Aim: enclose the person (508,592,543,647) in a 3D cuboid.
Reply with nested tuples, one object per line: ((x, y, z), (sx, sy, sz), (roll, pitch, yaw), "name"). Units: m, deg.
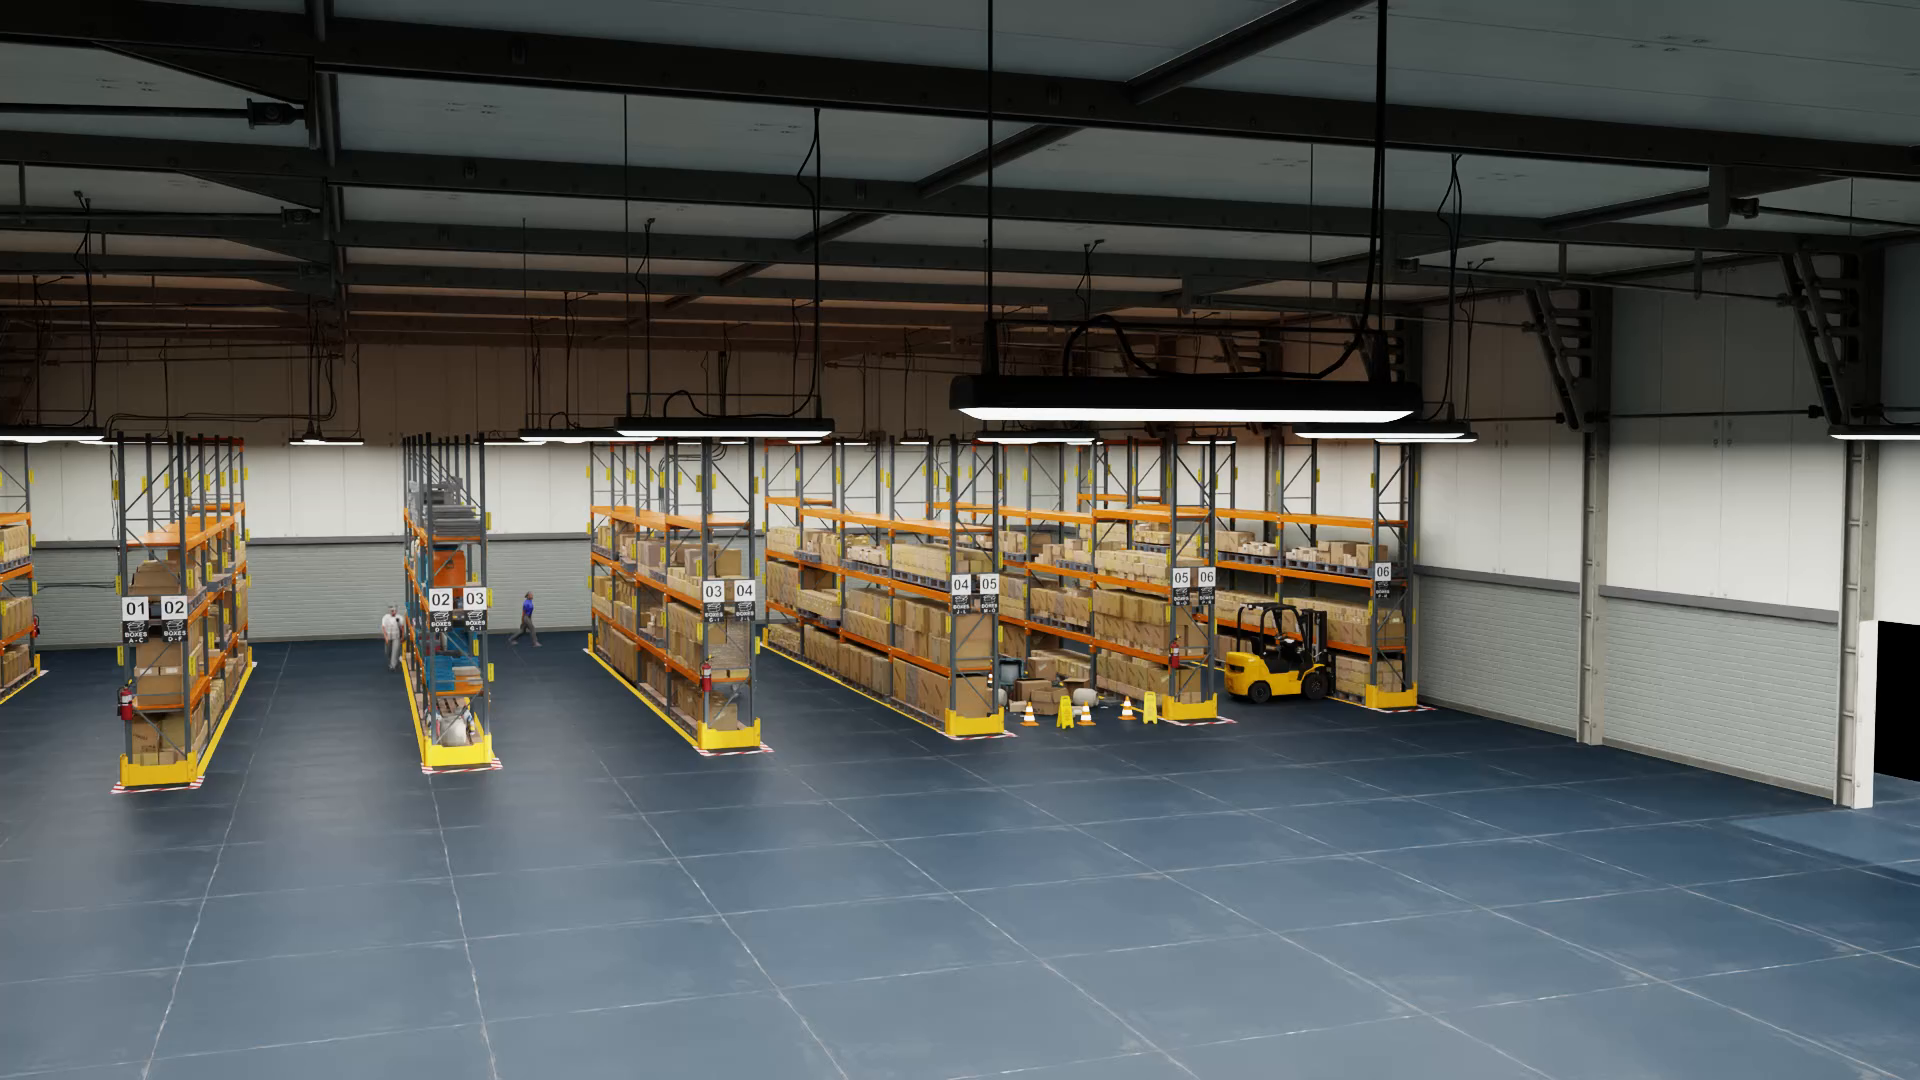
((-12.474, 2.272, 47.772), (1.032, 1.596, 0.448), (0, 3, 0), "person")

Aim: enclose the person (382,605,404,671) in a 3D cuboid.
((-14.616, 2.505, 42.819), (0.527, 1.665, 1.139), (-1, 3, -11), "person")

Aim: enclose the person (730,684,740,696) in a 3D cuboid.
((-5.157, 2.705, 38.461), (0.584, 1.712, 0.989), (-2, 4, -33), "person")
